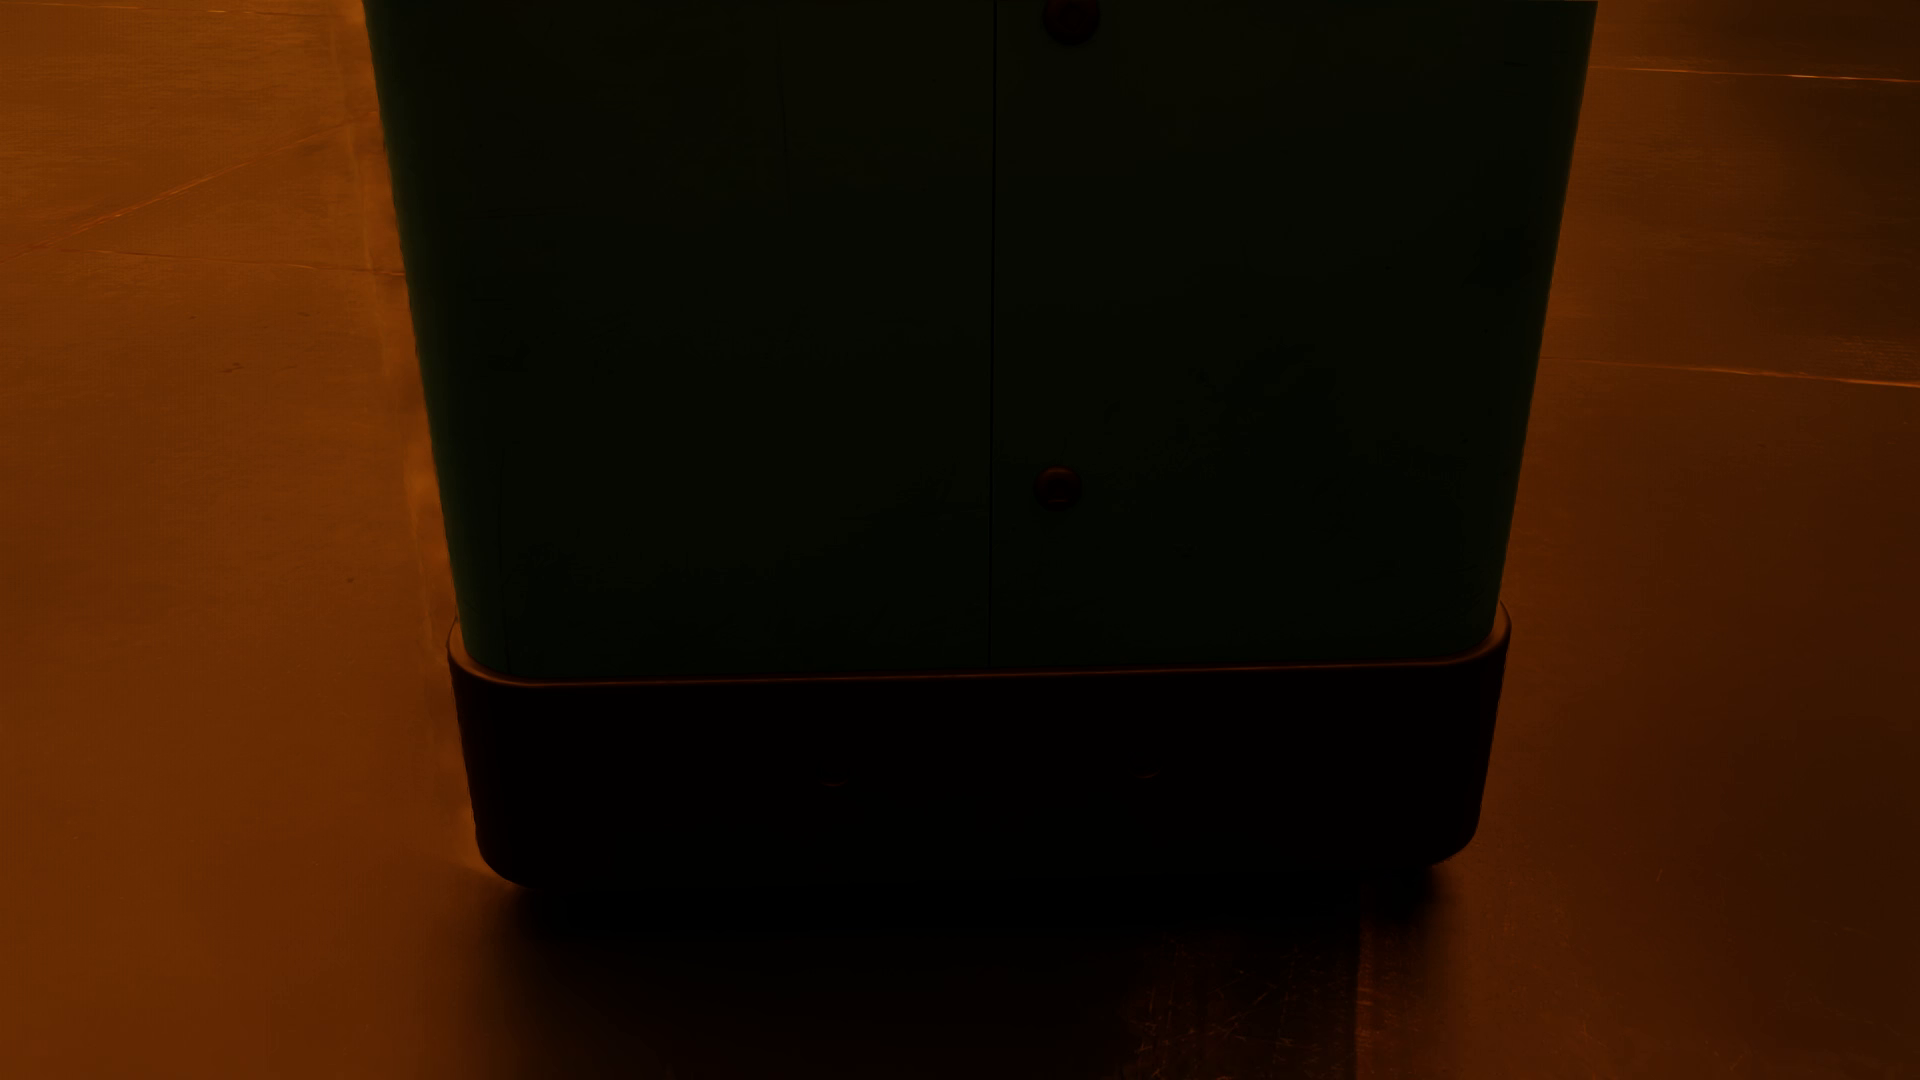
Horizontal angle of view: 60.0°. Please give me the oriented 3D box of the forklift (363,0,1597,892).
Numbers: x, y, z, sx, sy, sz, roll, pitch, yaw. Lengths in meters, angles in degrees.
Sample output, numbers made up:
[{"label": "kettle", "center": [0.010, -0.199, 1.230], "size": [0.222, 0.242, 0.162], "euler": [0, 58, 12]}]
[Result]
[{"label": "forklift", "center": [-0.040, -1.585, 2.387], "size": [1.130, 2.935, 3.031], "euler": [-1, 27, -2]}]
